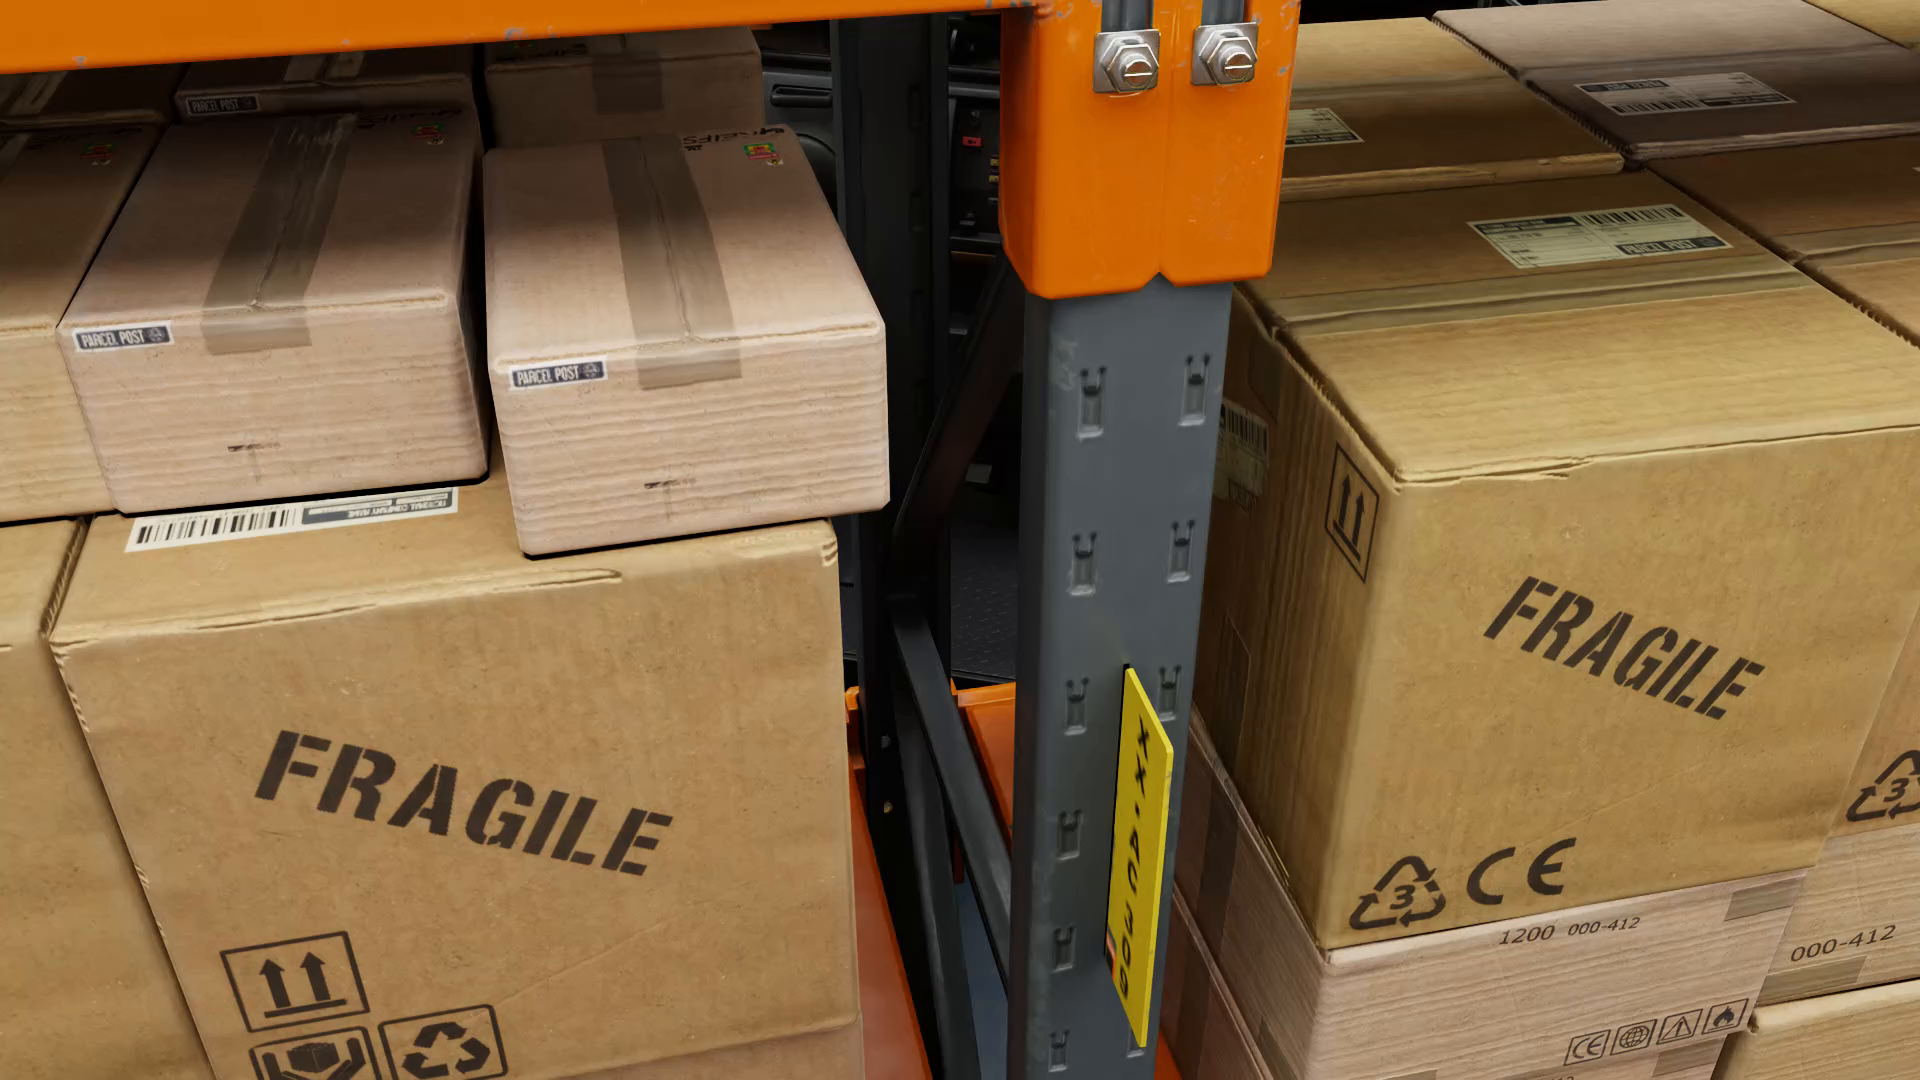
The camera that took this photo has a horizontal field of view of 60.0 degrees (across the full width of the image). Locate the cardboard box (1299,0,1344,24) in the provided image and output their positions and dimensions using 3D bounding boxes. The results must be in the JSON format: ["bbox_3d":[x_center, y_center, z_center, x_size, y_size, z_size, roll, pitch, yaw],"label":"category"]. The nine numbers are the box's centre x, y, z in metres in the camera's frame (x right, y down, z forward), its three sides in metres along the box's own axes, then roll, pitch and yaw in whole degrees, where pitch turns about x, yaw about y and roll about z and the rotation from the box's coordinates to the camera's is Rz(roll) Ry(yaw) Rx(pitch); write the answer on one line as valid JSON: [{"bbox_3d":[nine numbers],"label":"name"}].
[{"bbox_3d":[1.466,-2.275,7.233,0.250,0.149,0.380,-9,35,-13],"label":"cardboard box"}]

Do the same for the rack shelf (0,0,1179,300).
[{"bbox_3d":[-1.934,-0.351,1.035,4.000,0.370,1.077,-7,35,-11],"label":"rack shelf"}]

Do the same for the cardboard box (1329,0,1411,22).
[{"bbox_3d":[1.752,-2.258,7.207,0.250,0.149,0.380,-7,34,-10],"label":"cardboard box"}]

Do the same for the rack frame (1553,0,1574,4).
[{"bbox_3d":[2.819,-2.839,6.789,0.127,3.000,1.000,-7,35,-11],"label":"rack frame"}]

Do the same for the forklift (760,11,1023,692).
[{"bbox_3d":[-0.153,-0.878,3.928,1.130,2.935,3.031,8,35,12],"label":"forklift"}]

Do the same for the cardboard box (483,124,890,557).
[{"bbox_3d":[-0.214,-0.165,1.235,0.250,0.149,0.380,-8,35,-12],"label":"cardboard box"}]

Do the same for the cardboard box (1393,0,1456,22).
[{"bbox_3d":[1.977,-2.332,7.318,0.250,0.149,0.380,-6,34,-9],"label":"cardboard box"}]

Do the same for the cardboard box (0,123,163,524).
[{"bbox_3d":[-0.740,-0.167,1.237,0.250,0.149,0.380,-7,35,-10],"label":"cardboard box"}]

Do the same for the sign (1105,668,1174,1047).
[{"bbox_3d":[0.140,0.259,1.324,0.005,0.325,0.100,-7,35,-11],"label":"sign"}]

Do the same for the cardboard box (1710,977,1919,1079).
[{"bbox_3d":[1.008,0.437,2.041,0.500,0.250,0.500,-8,35,-12],"label":"cardboard box"}]

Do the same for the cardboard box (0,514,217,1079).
[{"bbox_3d":[-0.880,0.159,1.334,0.500,0.500,0.500,-8,35,-11],"label":"cardboard box"}]

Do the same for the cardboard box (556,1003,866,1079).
[{"bbox_3d":[-0.380,0.504,1.717,0.500,0.500,0.500,-7,34,-10],"label":"cardboard box"}]

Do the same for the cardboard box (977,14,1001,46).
[{"bbox_3d":[0.228,-2.075,6.935,0.250,0.149,0.380,-6,34,-9],"label":"cardboard box"}]

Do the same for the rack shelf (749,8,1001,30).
[{"bbox_3d":[0.868,-2.295,6.623,4.000,0.370,1.077,-7,35,-11],"label":"rack shelf"}]

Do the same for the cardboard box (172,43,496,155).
[{"bbox_3d":[-0.595,-0.438,1.642,0.250,0.149,0.380,-7,34,-10],"label":"cardboard box"}]

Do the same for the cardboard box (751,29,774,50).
[{"bbox_3d":[-0.687,-1.809,6.271,0.250,0.149,0.380,-8,35,-11],"label":"cardboard box"}]

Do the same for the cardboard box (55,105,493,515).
[{"bbox_3d":[-0.495,-0.192,1.275,0.250,0.149,0.380,-6,34,-9],"label":"cardboard box"}]

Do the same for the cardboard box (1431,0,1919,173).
[{"bbox_3d":[0.900,-0.366,2.116,0.500,0.500,0.500,-7,34,-10],"label":"cardboard box"}]

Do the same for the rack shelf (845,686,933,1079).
[{"bbox_3d":[-1.934,0.894,1.871,4.000,0.370,1.077,-7,35,-11],"label":"rack shelf"}]

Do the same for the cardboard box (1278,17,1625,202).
[{"bbox_3d":[0.397,-0.298,2.016,0.500,0.500,0.500,-6,34,-9],"label":"cardboard box"}]

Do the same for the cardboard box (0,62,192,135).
[{"bbox_3d":[-0.835,-0.384,1.561,0.250,0.149,0.380,-8,35,-11],"label":"cardboard box"}]

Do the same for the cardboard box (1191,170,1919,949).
[{"bbox_3d":[0.509,-0.005,1.578,0.500,0.500,0.500,-7,34,-10],"label":"cardboard box"}]

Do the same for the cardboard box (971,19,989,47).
[{"bbox_3d":[-0.052,-2.071,6.928,0.250,0.149,0.380,-9,35,-13],"label":"cardboard box"}]

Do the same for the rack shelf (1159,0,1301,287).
[{"bbox_3d":[1.967,-0.843,1.768,4.000,0.370,1.077,-7,35,-11],"label":"rack shelf"}]

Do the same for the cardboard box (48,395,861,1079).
[{"bbox_3d":[-0.383,0.101,1.420,0.500,0.500,0.500,-7,35,-11],"label":"cardboard box"}]

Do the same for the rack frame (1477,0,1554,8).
[{"bbox_3d":[1.762,-1.171,5.650,0.032,1.500,0.500,-3,34,-5],"label":"rack frame"}]

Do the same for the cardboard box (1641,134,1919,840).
[{"bbox_3d":[0.999,-0.082,1.694,0.500,0.500,0.500,-7,35,-11],"label":"cardboard box"}]

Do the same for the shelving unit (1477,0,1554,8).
[{"bbox_3d":[1.247,-1.143,5.608,1.083,1.500,0.587,-3,34,-5],"label":"shelving unit"}]

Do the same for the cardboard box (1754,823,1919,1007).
[{"bbox_3d":[1.010,0.224,1.910,0.500,0.250,0.500,-7,34,-10],"label":"cardboard box"}]

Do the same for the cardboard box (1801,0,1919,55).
[{"bbox_3d":[1.399,-0.418,2.193,0.500,0.500,0.500,-6,34,-9],"label":"cardboard box"}]

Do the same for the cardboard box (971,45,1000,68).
[{"bbox_3d":[0.091,-1.808,6.536,0.250,0.149,0.380,-8,35,-11],"label":"cardboard box"}]

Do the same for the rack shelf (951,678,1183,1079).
[{"bbox_3d":[1.967,0.403,2.604,4.000,0.370,1.077,-7,35,-11],"label":"rack shelf"}]

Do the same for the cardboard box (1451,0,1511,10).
[{"bbox_3d":[2.242,-2.350,7.345,0.250,0.149,0.380,-5,34,-8],"label":"cardboard box"}]

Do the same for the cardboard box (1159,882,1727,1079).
[{"bbox_3d":[0.504,0.501,1.945,0.500,0.250,0.500,-8,35,-12],"label":"cardboard box"}]

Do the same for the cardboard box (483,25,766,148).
[{"bbox_3d":[-0.349,-0.479,1.702,0.250,0.149,0.380,-8,35,-11],"label":"cardboard box"}]

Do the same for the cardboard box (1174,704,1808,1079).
[{"bbox_3d":[0.508,0.304,1.792,0.500,0.250,0.500,-8,35,-12],"label":"cardboard box"}]
